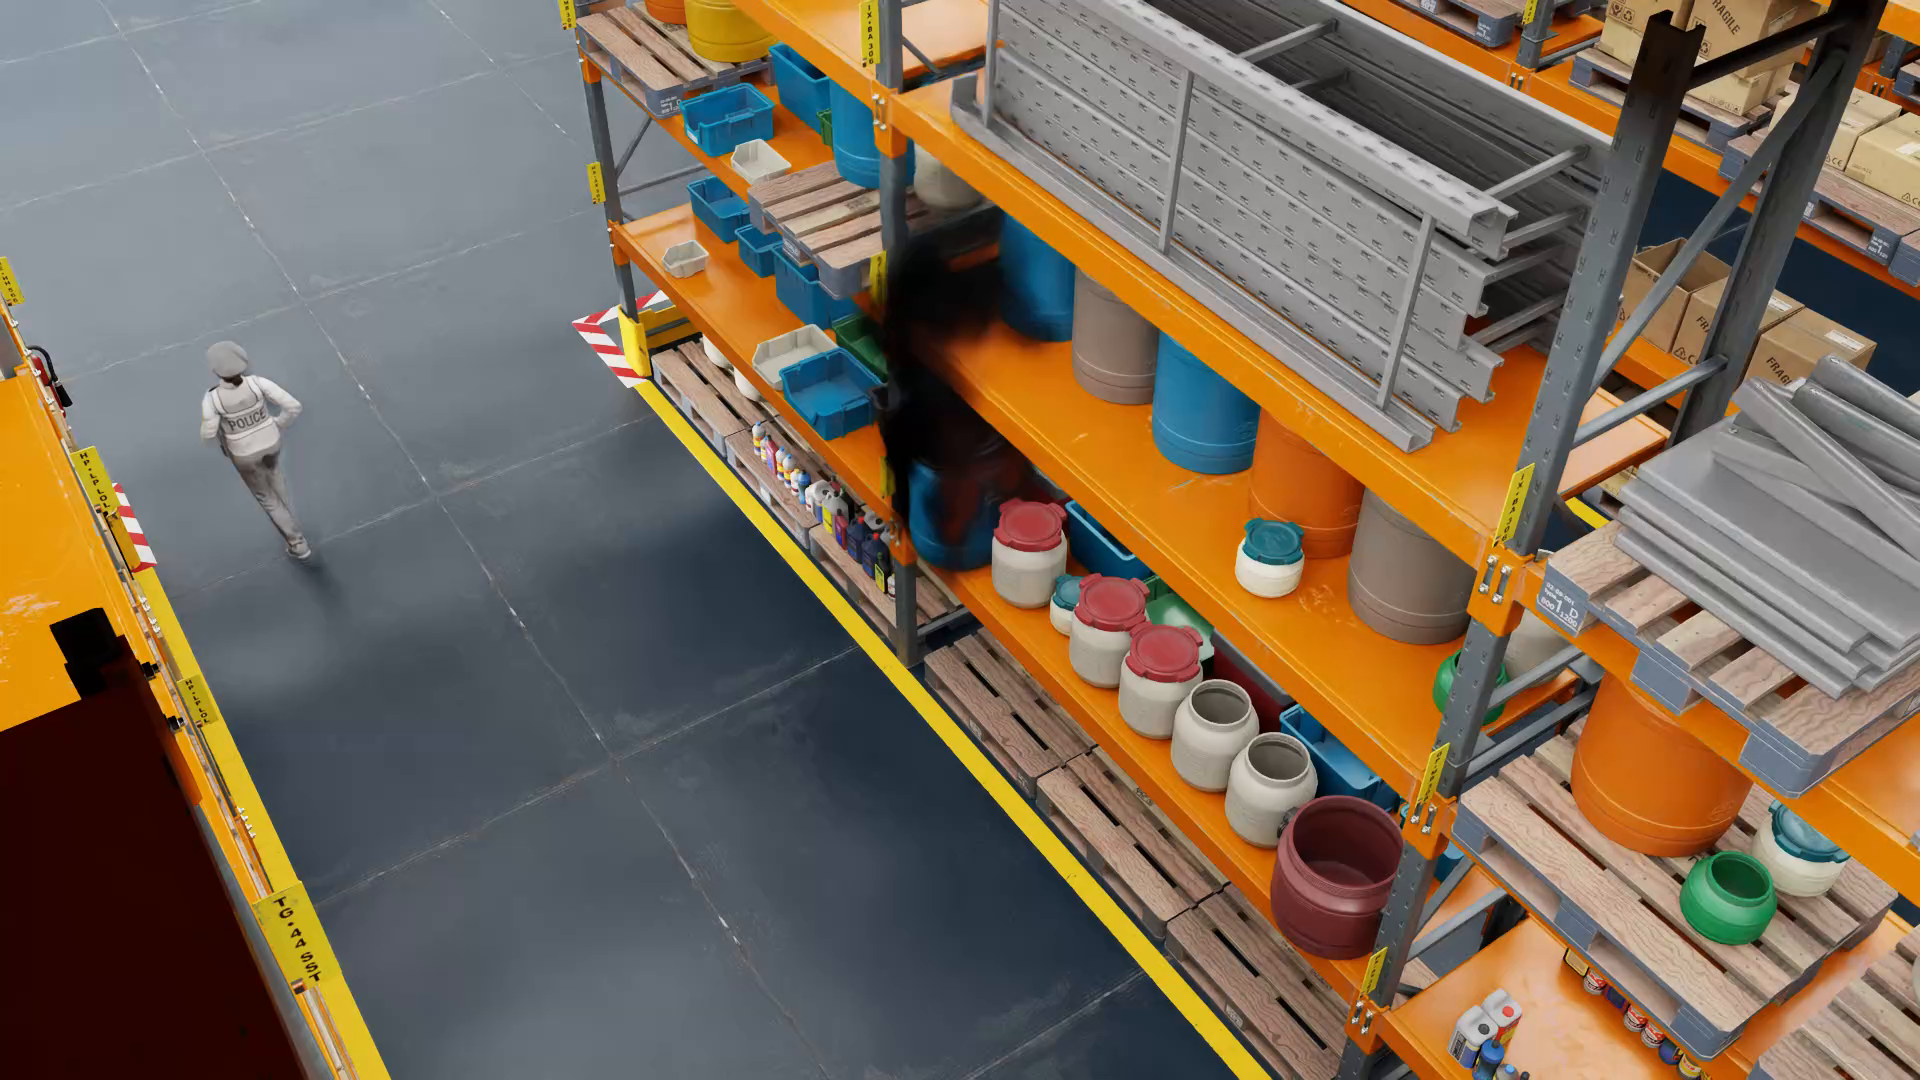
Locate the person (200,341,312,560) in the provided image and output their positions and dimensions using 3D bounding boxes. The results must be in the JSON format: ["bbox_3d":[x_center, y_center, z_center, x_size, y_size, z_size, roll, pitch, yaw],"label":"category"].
[{"bbox_3d":[-4.691,-0.593,11.121,0.720,1.748,0.596,33,52,30],"label":"person"}]
